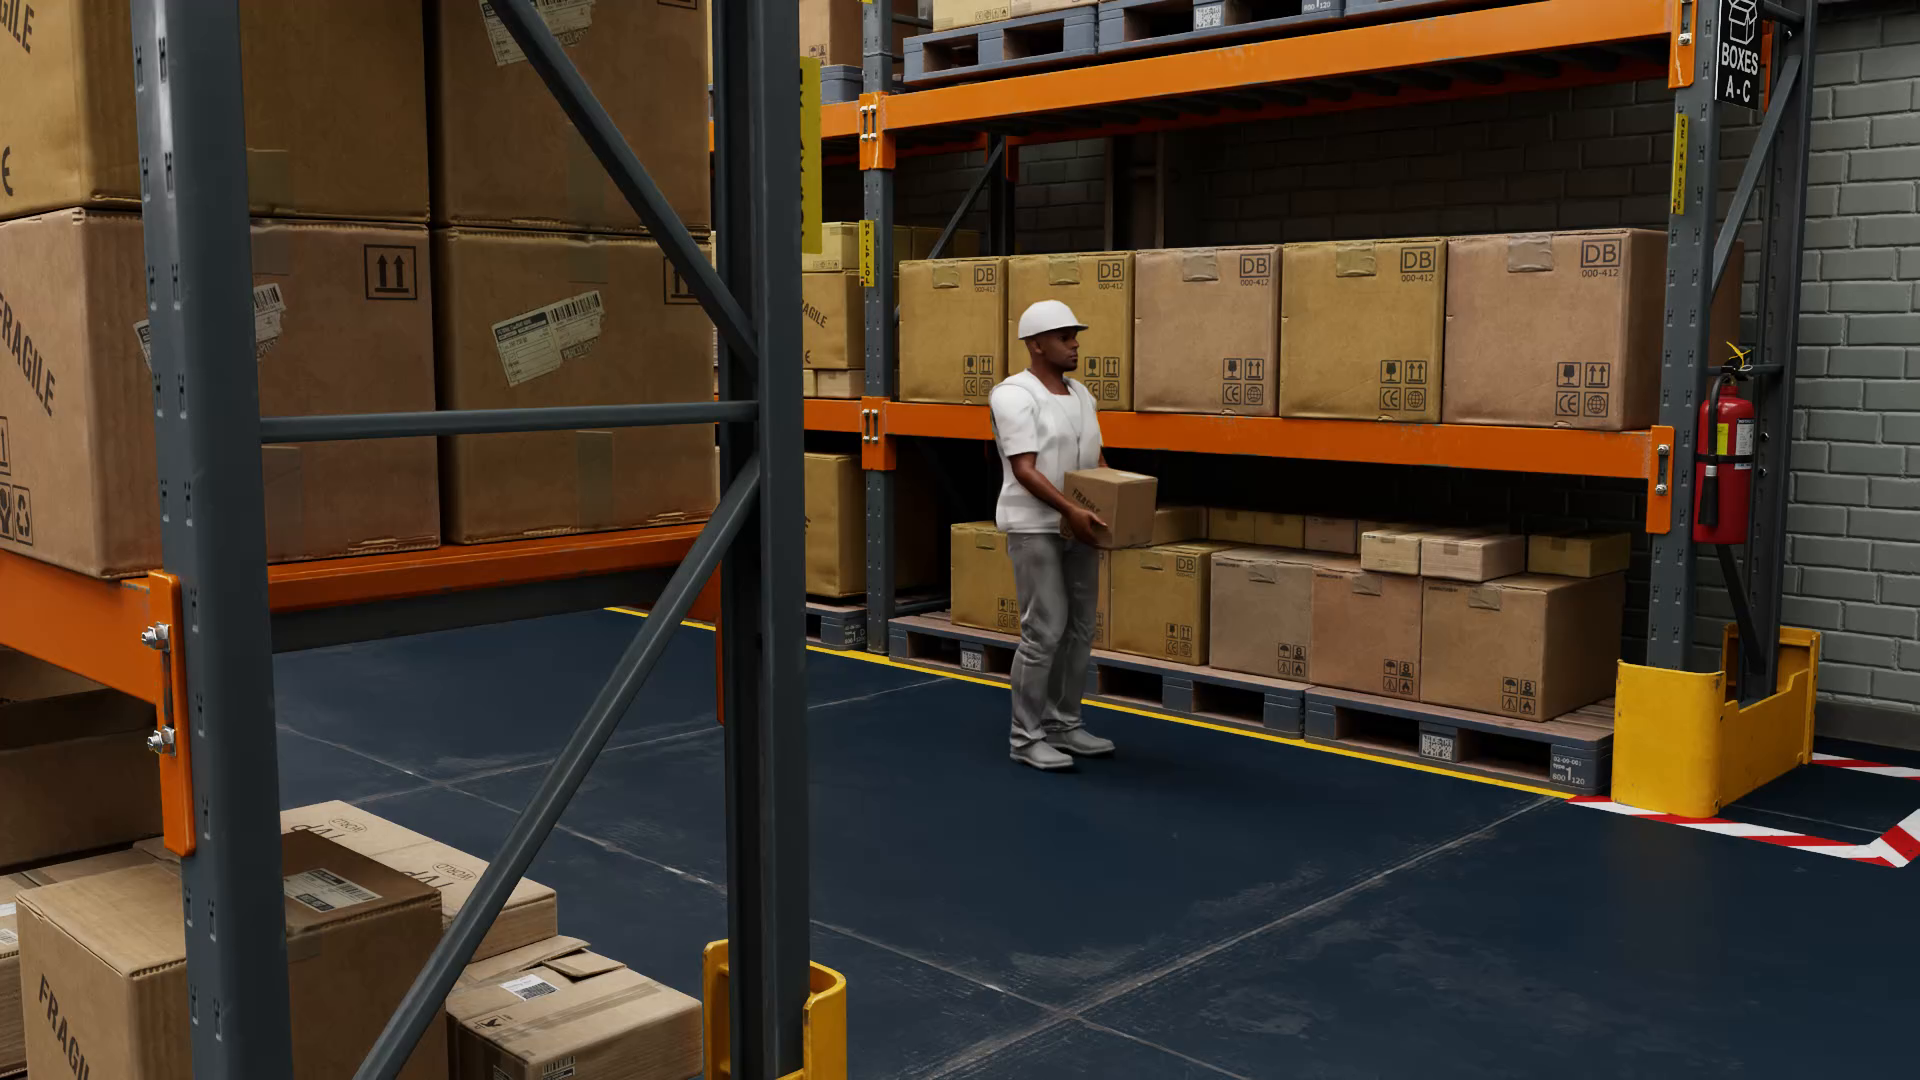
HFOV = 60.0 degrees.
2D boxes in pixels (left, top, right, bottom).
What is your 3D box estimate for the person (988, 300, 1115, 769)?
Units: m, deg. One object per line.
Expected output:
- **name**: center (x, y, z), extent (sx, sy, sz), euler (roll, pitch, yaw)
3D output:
- **person**: center (0.422, -0.024, 6.348), extent (0.560, 1.769, 0.535), euler (6, 9, 42)
